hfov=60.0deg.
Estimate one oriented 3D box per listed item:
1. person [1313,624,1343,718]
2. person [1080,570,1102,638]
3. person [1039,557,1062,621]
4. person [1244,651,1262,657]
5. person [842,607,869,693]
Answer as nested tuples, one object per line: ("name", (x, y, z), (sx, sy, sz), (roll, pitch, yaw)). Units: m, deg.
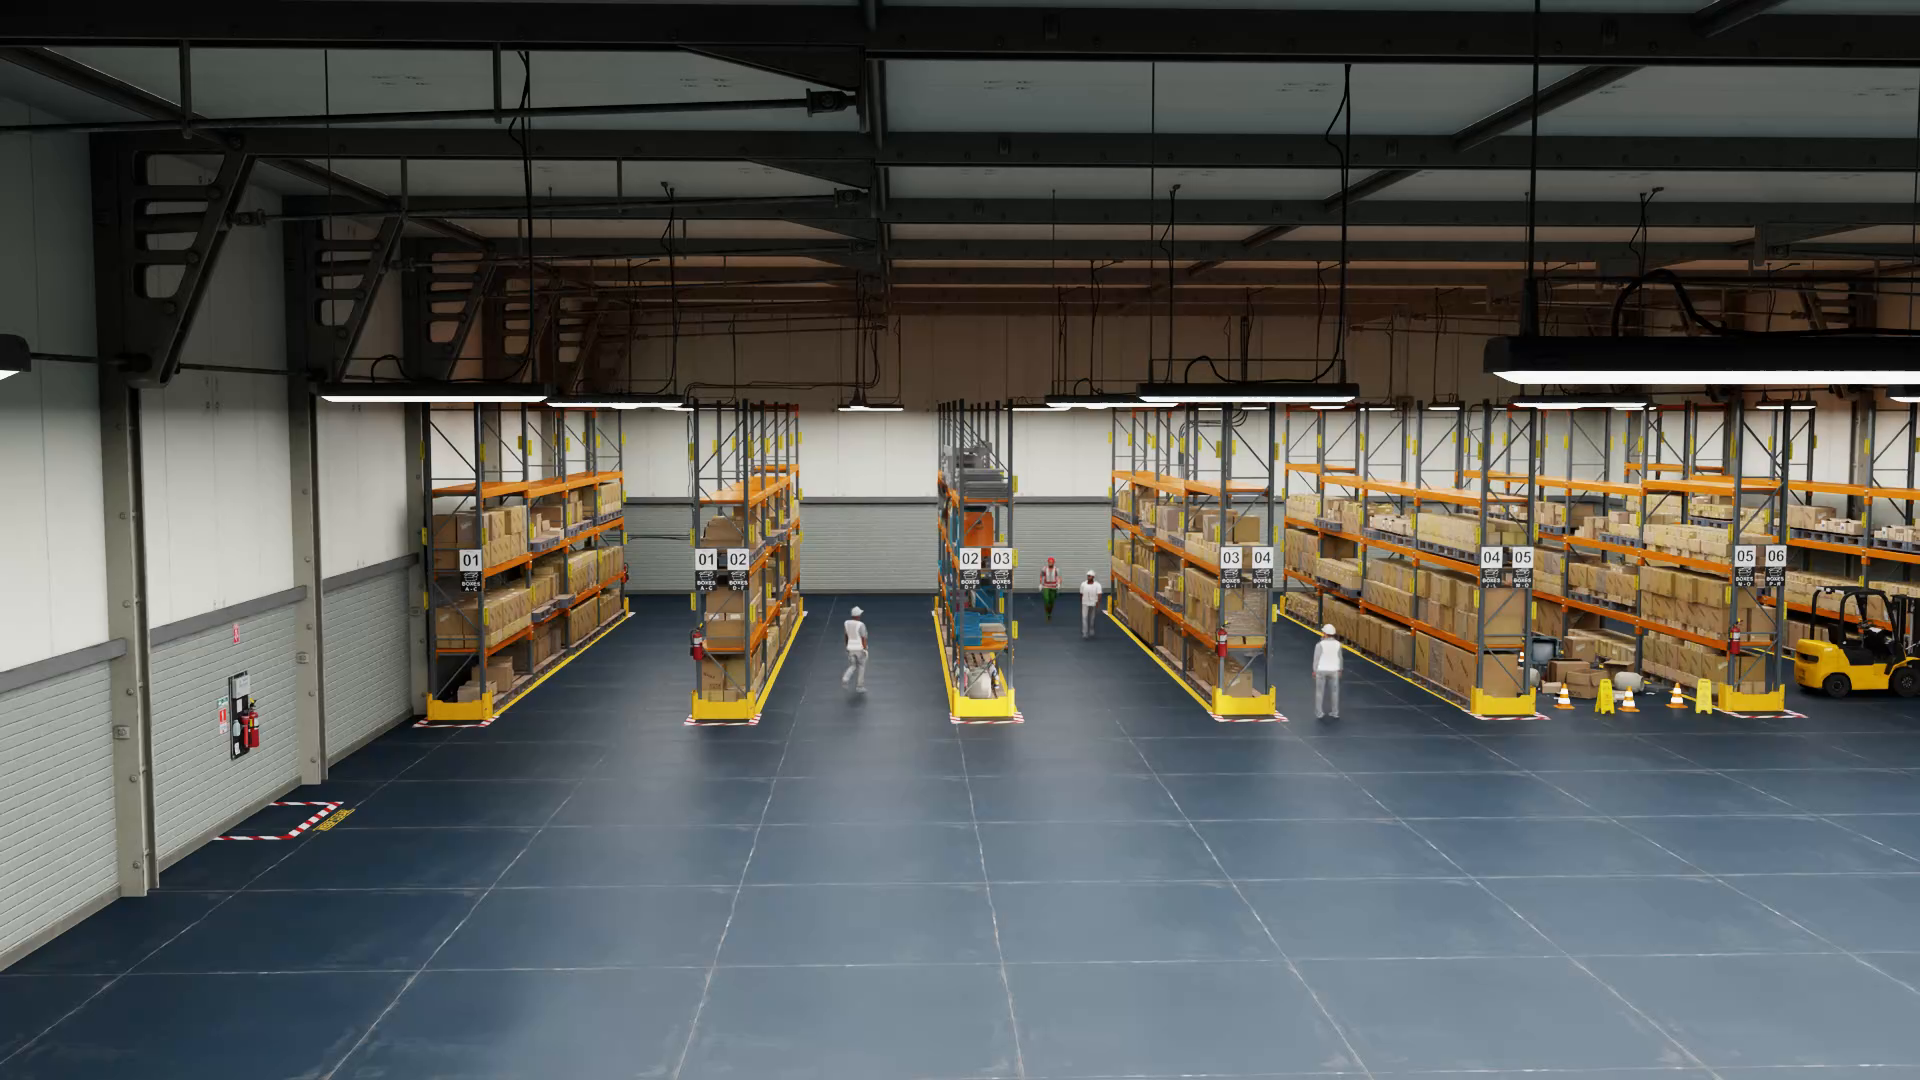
("person", (6.928, 2.465, 31.305), (0.546, 1.780, 0.438), (1, 5, 17))
("person", (3.331, 1.626, 42.279), (0.559, 1.697, 1.086), (0, 4, 5))
("person", (2.518, 1.374, 46.260), (0.607, 1.813, 0.877), (0, 4, -3))
("person", (6.958, 1.911, 39.094), (0.544, 1.756, 0.610), (1, 4, 8))
("person", (-2.138, 2.246, 33.959), (0.566, 1.775, 0.670), (3, 5, 31))
